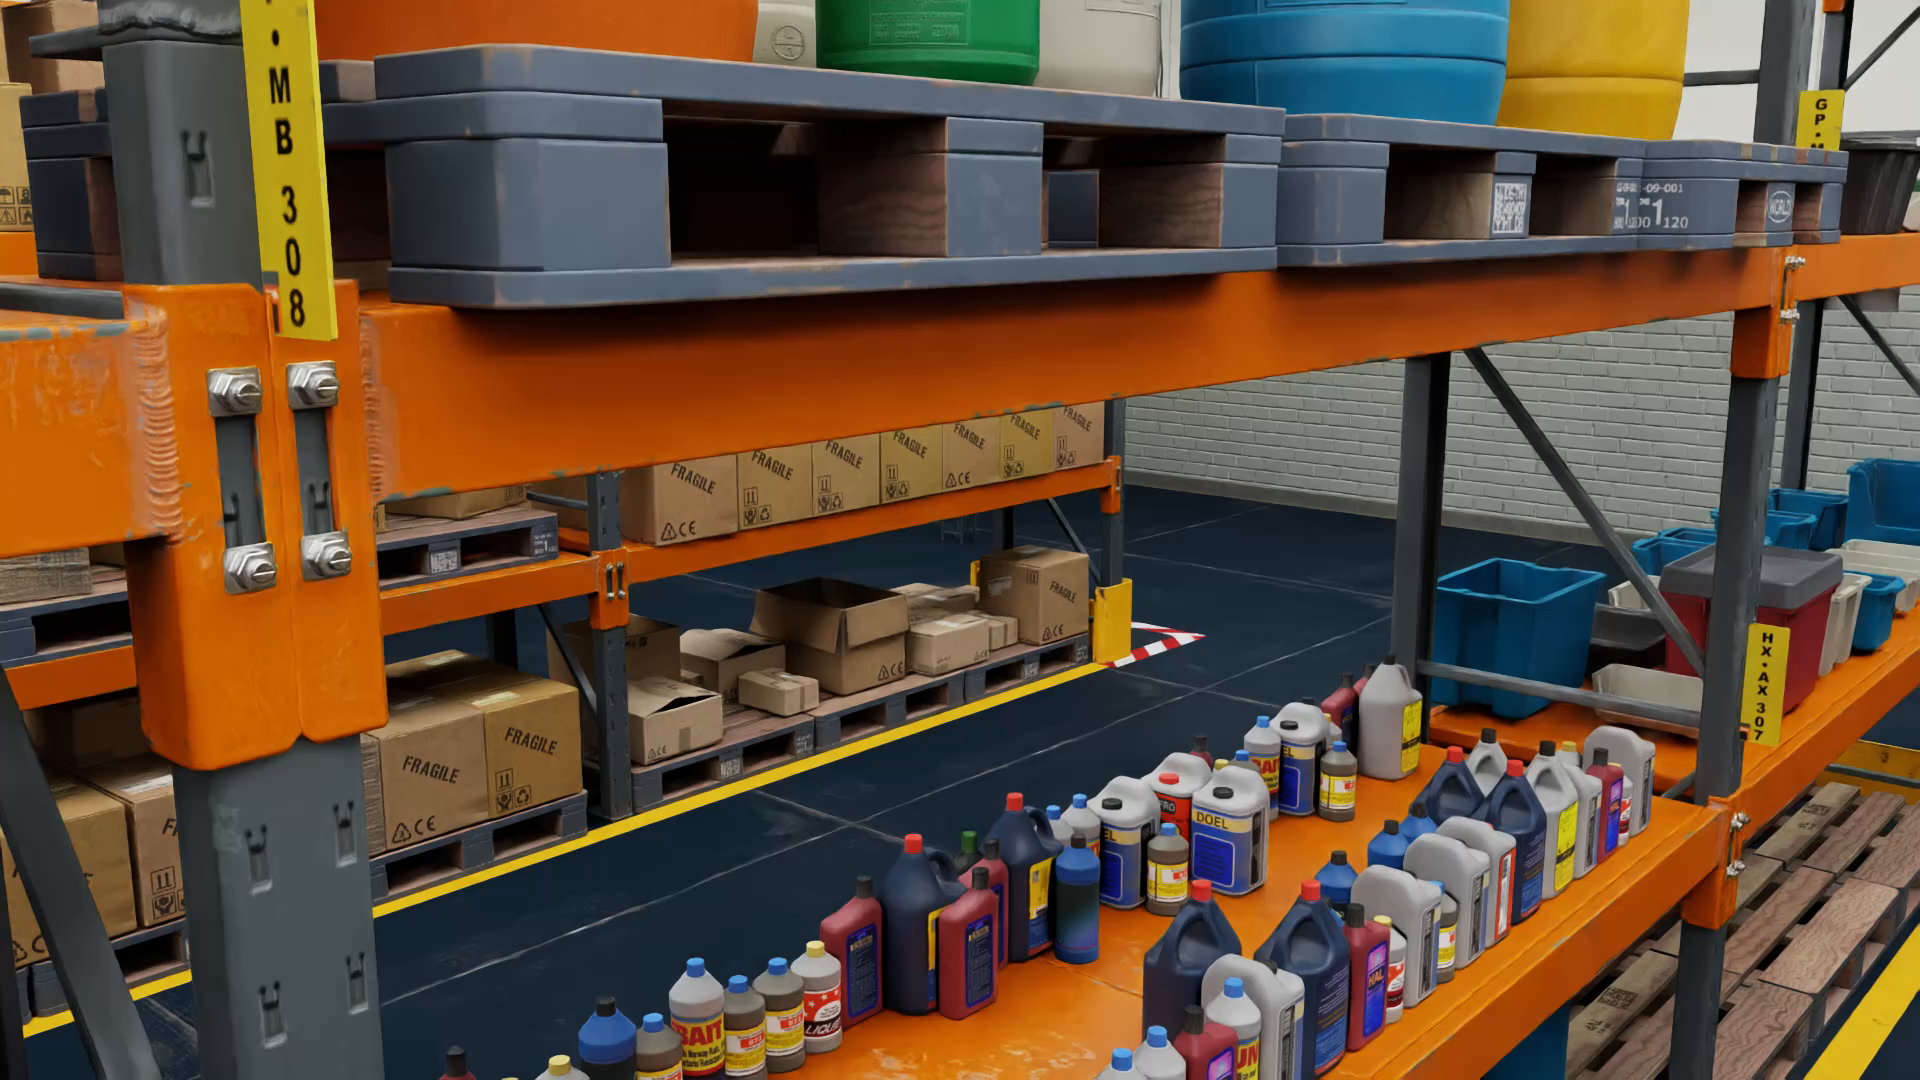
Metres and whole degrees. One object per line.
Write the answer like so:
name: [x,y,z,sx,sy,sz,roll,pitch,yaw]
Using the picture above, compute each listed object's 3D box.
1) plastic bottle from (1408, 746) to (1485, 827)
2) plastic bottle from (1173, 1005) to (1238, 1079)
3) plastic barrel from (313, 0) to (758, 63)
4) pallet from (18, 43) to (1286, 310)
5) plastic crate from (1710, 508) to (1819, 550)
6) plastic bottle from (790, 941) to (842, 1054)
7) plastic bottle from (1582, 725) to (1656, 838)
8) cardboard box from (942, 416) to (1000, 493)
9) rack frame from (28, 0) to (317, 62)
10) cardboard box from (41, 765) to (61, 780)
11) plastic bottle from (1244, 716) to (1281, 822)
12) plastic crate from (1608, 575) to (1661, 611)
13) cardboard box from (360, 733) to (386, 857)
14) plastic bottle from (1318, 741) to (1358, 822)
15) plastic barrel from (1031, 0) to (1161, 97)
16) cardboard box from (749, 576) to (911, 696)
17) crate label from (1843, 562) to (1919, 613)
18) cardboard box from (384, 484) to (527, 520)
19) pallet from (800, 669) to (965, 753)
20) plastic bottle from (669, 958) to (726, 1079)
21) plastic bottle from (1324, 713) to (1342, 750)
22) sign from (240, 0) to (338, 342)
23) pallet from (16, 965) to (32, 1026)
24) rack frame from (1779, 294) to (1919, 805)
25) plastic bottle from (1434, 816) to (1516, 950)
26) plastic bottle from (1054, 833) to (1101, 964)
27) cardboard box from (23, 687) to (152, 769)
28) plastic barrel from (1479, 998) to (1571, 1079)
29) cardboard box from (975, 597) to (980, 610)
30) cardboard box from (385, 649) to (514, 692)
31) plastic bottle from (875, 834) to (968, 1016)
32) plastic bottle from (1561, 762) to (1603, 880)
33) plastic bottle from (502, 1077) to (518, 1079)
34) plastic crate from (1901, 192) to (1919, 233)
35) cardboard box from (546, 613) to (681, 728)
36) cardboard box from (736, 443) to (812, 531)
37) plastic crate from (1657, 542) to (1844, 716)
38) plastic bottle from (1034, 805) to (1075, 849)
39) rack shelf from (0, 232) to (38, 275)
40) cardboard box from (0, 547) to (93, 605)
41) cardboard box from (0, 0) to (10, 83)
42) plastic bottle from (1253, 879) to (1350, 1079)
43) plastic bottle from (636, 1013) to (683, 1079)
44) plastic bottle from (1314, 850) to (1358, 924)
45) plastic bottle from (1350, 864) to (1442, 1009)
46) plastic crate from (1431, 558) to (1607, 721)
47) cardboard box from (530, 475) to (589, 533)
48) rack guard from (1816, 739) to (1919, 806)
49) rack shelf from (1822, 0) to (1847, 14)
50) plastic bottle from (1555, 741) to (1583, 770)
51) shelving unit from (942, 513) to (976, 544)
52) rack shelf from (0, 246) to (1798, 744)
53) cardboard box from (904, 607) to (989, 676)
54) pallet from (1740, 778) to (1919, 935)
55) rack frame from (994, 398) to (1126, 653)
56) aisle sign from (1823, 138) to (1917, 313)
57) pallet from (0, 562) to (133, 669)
plastic bottle: [1.134,0.659,3.877,0.144,0.351,0.185,10,15,40]
plastic bottle: [0.411,0.909,2.800,0.061,0.283,0.133,10,15,40]
plastic barrel: [-0.538,-0.933,1.897,0.600,0.830,0.708,10,15,40]
pallet: [-0.336,-0.441,2.083,1.003,0.211,1.213,10,15,40]
plastic crate: [3.521,0.004,7.308,0.416,0.233,0.300,10,15,40]
plastic bottle: [-0.276,0.872,3.196,0.097,0.201,0.097,0,11,0]
plastic bottle: [1.708,0.610,4.317,0.152,0.276,0.135,10,15,40]
cardboard box: [-0.117,-0.579,9.696,0.500,0.500,0.500,10,15,41]
rack frame: [-0.915,-1.904,1.270,1.000,3.000,0.127,10,15,40]
cardboard box: [-3.850,1.163,6.491,0.500,0.500,0.500,9,14,38]
plastic bottle: [0.795,0.598,4.385,0.097,0.271,0.097,0,11,0]
plastic crate: [2.649,0.254,6.301,0.293,0.136,0.466,10,15,40]
cardboard box: [-2.767,1.073,6.938,0.500,0.500,0.500,10,15,41]
plastic bottle: [0.998,0.633,4.393,0.097,0.201,0.097,0,11,0]
plastic barrel: [0.142,-0.986,2.913,0.433,0.535,0.433,0,11,0]
cardboard box: [-0.756,0.540,9.602,0.797,0.503,0.637,10,15,40]
crate label: [3.596,0.189,6.628,0.396,0.136,0.243,10,15,40]
cardboard box: [-2.473,-0.406,7.758,0.700,0.500,0.500,4,12,21]
pallet: [-0.733,0.894,9.695,1.003,0.211,1.213,10,15,40]
plastic bottle: [-0.469,0.880,2.974,0.097,0.271,0.097,0,11,0]
plastic bottle: [1.013,0.584,4.635,0.097,0.201,0.097,0,11,0]
sign: [-0.497,-0.312,1.223,0.100,0.325,0.005,10,15,40]
pallet: [-4.112,1.659,5.866,1.003,0.211,1.213,10,15,40]
rack frame: [4.366,-0.139,7.751,1.000,3.000,0.127,10,15,40]
plastic bottle: [1.134,0.738,3.676,0.152,0.276,0.135,10,15,40]
plastic bottle: [0.252,0.762,3.565,0.097,0.271,0.097,0,11,0]
cardboard box: [-3.486,0.711,6.837,0.500,0.250,0.500,9,15,39]
plastic barrel: [1.354,1.350,4.579,0.600,0.901,0.708,10,15,40]
cardboard box: [-0.052,0.447,10.924,0.380,0.166,0.250,10,15,40]
cardboard box: [-2.495,0.858,8.017,0.500,0.500,0.500,9,14,38]
plastic bottle: [-0.077,0.761,3.369,0.144,0.351,0.185,10,15,40]
plastic bottle: [1.467,0.663,4.048,0.152,0.276,0.135,10,15,40]
plastic bottle: [-0.726,0.972,2.694,0.097,0.201,0.097,0,11,0]
plastic crate: [3.188,-1.145,5.800,0.437,0.136,0.530,10,15,40]
cardboard box: [-1.830,0.698,8.818,0.500,0.500,0.500,10,15,40]
cardboard box: [-1.116,-0.356,8.582,0.500,0.500,0.500,10,15,41]
plastic crate: [2.503,0.289,5.287,0.402,0.464,0.583,10,15,40]
plastic bottle: [0.208,0.729,3.730,0.097,0.271,0.097,0,11,0]
rack shelf: [-3.313,-1.016,6.317,1.077,0.370,4.000,10,15,40]
cardboard box: [-3.555,-0.075,6.103,0.500,0.500,0.700,-9,14,-37]
cardboard box: [-3.667,-1.827,5.734,0.500,0.500,0.500,10,15,40]
plastic bottle: [0.638,0.813,3.109,0.144,0.351,0.185,10,15,40]
plastic bottle: [-0.533,0.929,2.910,0.097,0.201,0.097,0,11,0]
plastic bottle: [0.786,0.780,3.474,0.097,0.271,0.097,0,11,0]
plastic bottle: [0.892,0.792,3.406,0.152,0.276,0.135,10,15,40]
plastic crate: [1.778,0.315,5.365,0.392,0.384,0.575,10,15,40]
cardboard box: [-1.855,-0.348,8.538,0.500,0.500,0.500,10,15,41]
rack guard: [4.372,1.081,8.022,1.175,0.500,0.348,10,15,40]
rack shelf: [3.046,-2.238,5.799,1.077,0.370,4.000,10,15,40]
plastic bottle: [1.602,0.633,4.391,0.097,0.201,0.097,0,11,0]
shelving unit: [-0.010,-0.586,14.583,0.258,1.200,0.189,10,15,40]
rack shelf: [0.405,-0.375,3.108,1.077,0.370,4.000,10,15,40]
cardboard box: [-0.176,0.600,9.946,0.500,0.250,0.500,10,15,40]
pallet: [3.793,1.344,7.441,1.003,0.211,1.213,10,15,40]
rack frame: [0.648,-0.780,10.960,1.000,3.000,0.127,10,15,40]
aisle sign: [4.190,-1.463,7.741,0.394,0.787,0.004,10,15,40]
pallet: [-3.353,0.204,6.521,1.003,0.211,1.213,10,15,40]
